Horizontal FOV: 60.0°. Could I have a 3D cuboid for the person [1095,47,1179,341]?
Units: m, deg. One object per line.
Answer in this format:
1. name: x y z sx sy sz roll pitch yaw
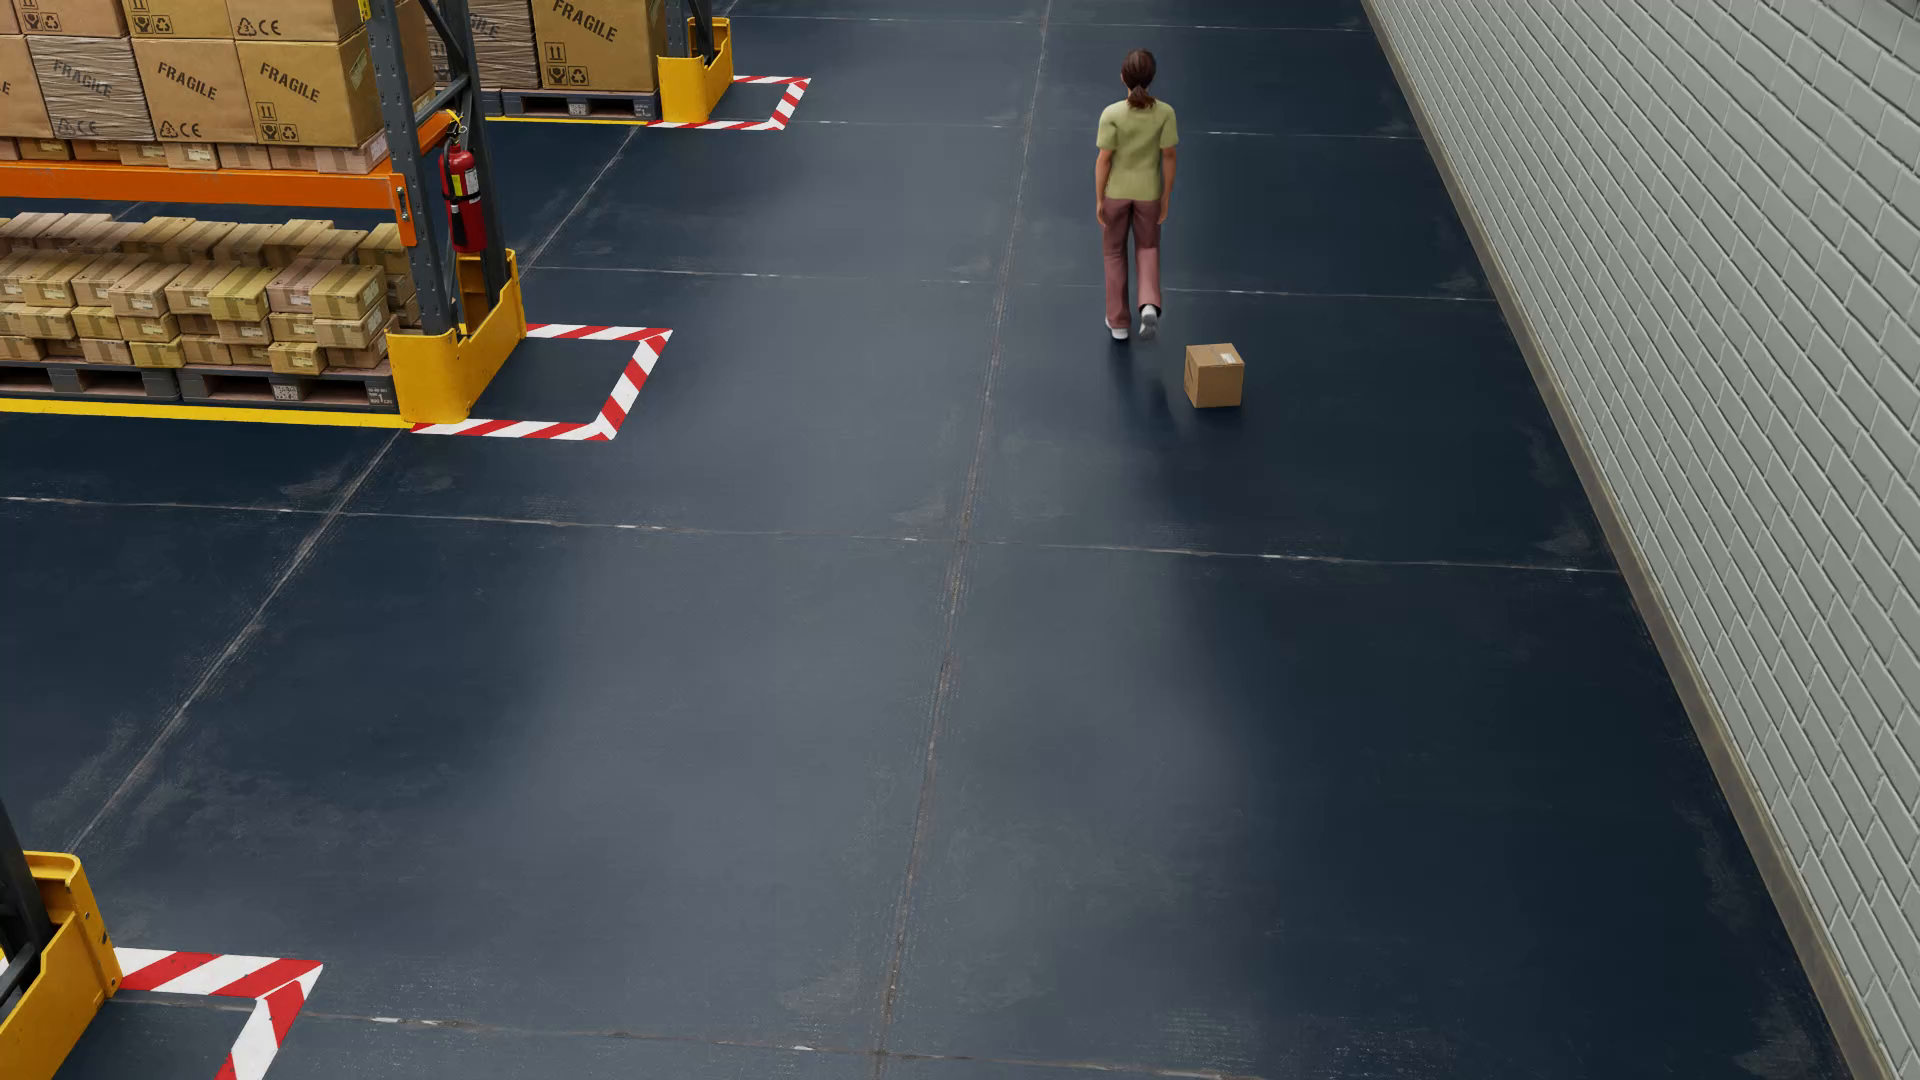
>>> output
1. person: 0.943 -1.848 9.052 0.442 1.656 0.589 -2 32 -3
